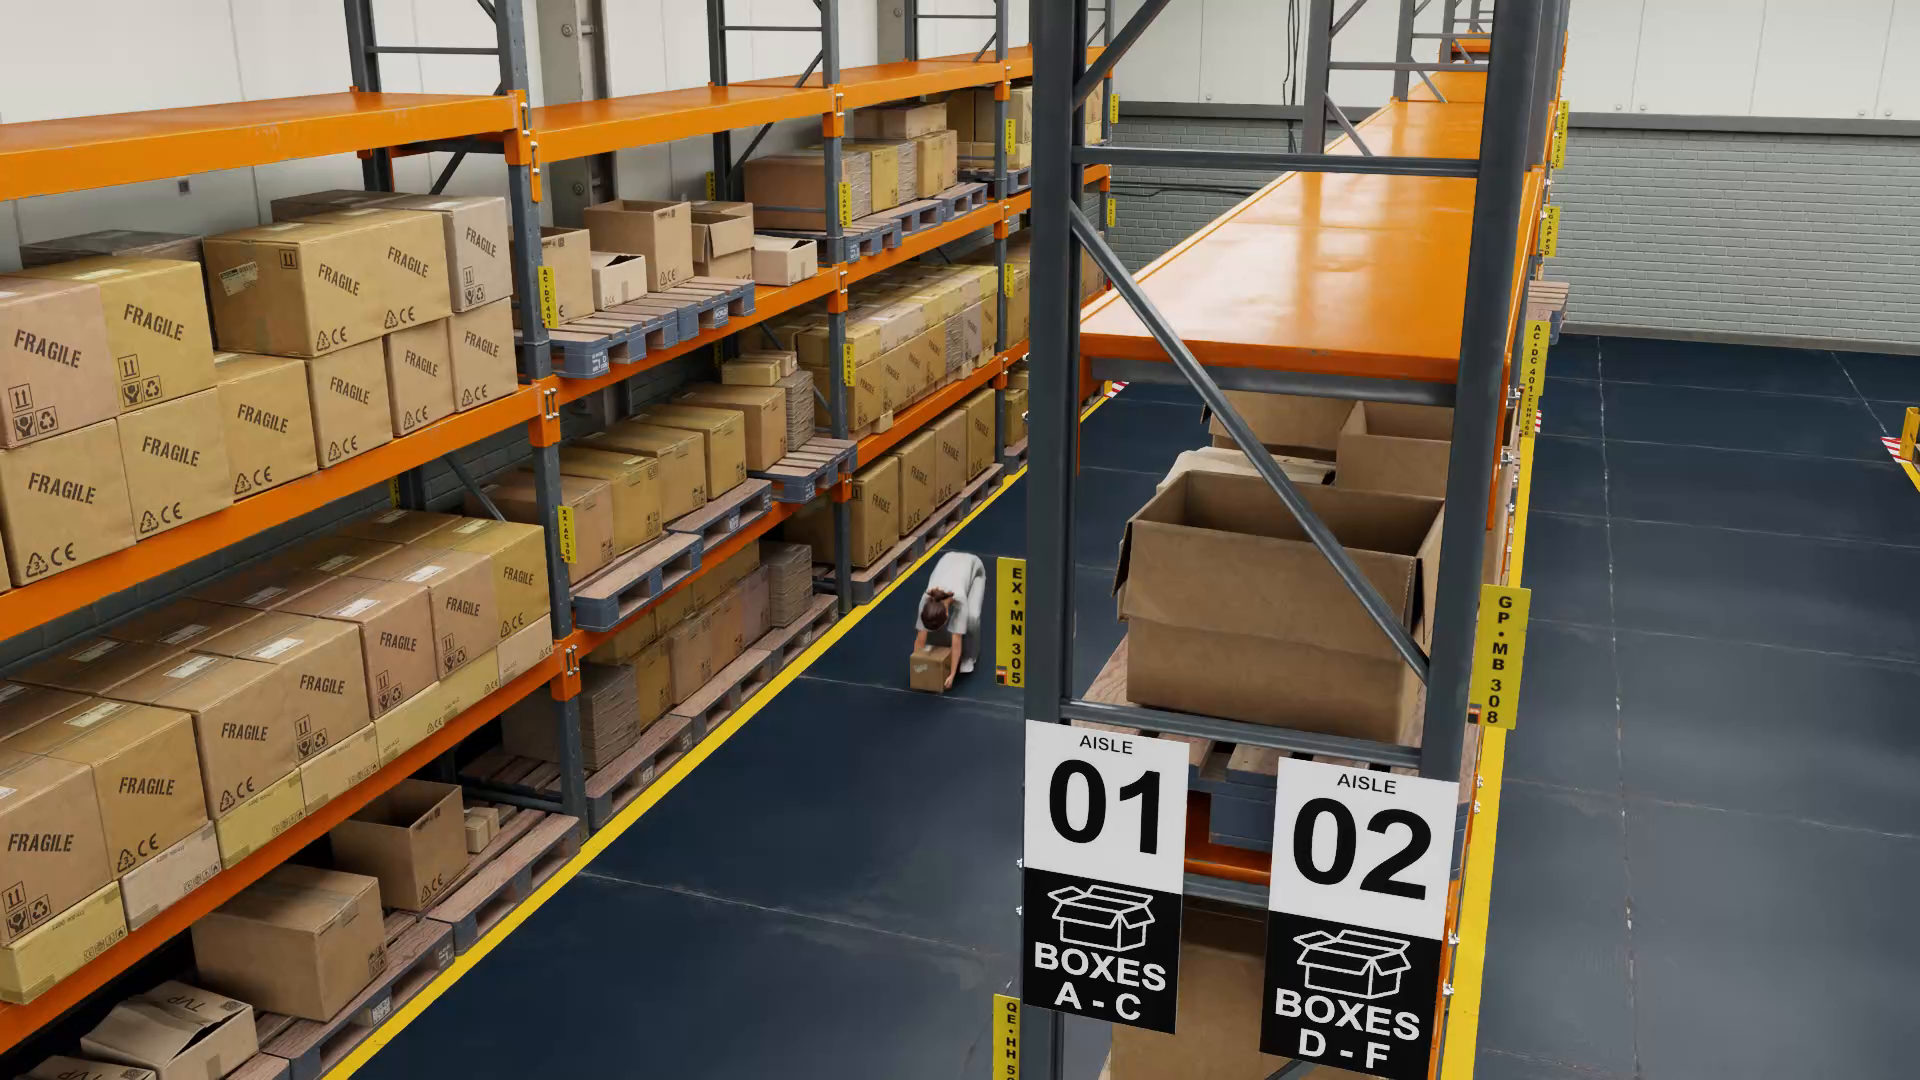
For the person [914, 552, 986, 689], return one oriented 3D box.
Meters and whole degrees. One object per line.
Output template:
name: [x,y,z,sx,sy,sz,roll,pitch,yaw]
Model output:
person: [-0.063,0.574,12.173,0.457,0.841,0.853,5,19,15]
